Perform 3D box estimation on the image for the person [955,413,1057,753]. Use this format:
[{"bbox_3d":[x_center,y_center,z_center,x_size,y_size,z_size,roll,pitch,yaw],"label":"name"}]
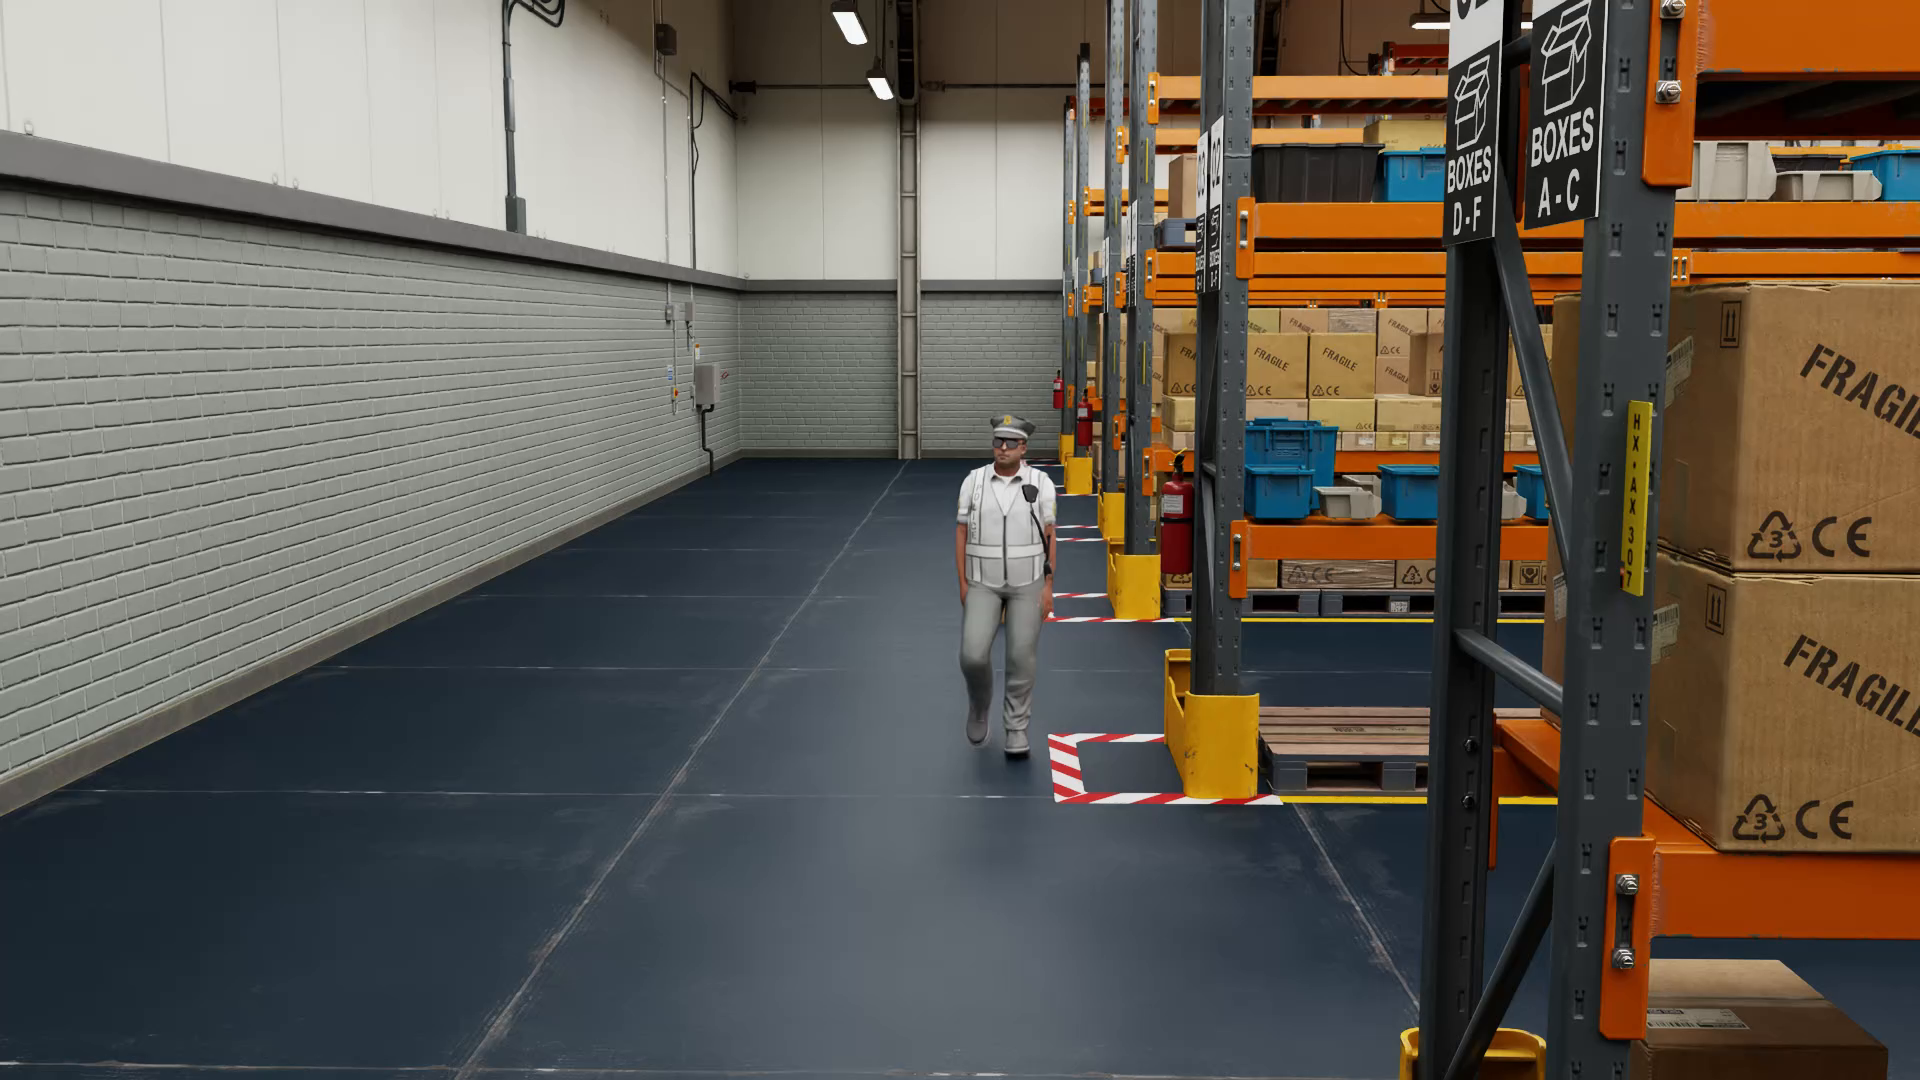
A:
[{"bbox_3d":[0.240,0.226,8.723,0.534,1.780,0.487,0,7,2],"label":"person"}]
